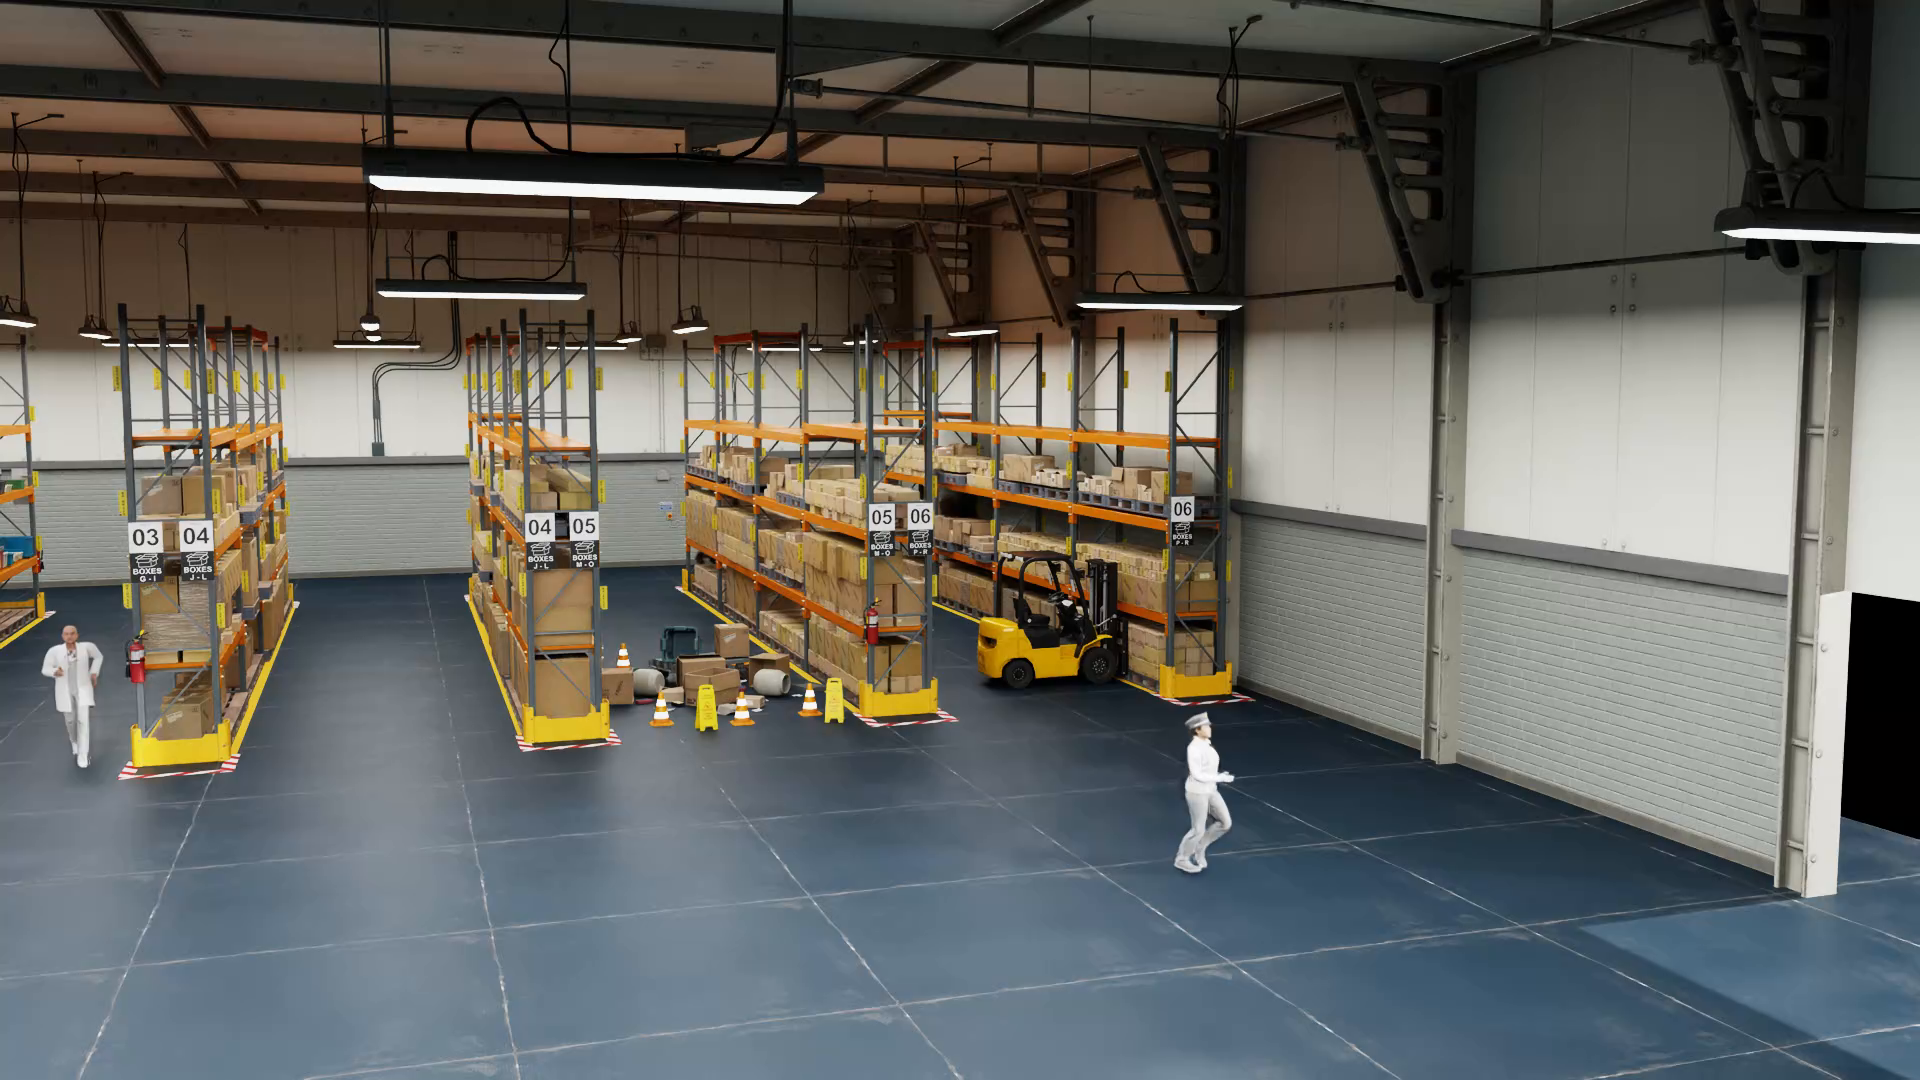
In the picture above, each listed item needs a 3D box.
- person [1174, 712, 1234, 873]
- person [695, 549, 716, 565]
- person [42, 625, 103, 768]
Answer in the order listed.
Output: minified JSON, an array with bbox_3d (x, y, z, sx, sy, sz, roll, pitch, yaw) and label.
[{"bbox_3d":[2.494,2.560,16.892,0.619,1.648,0.590,3,6,28],"label":"person"},{"bbox_3d":[-6.285,0.205,41.458,0.858,1.805,0.765,1,6,11],"label":"person"},{"bbox_3d":[-11.703,2.030,21.950,0.693,1.831,0.964,-2,6,-23],"label":"person"}]
